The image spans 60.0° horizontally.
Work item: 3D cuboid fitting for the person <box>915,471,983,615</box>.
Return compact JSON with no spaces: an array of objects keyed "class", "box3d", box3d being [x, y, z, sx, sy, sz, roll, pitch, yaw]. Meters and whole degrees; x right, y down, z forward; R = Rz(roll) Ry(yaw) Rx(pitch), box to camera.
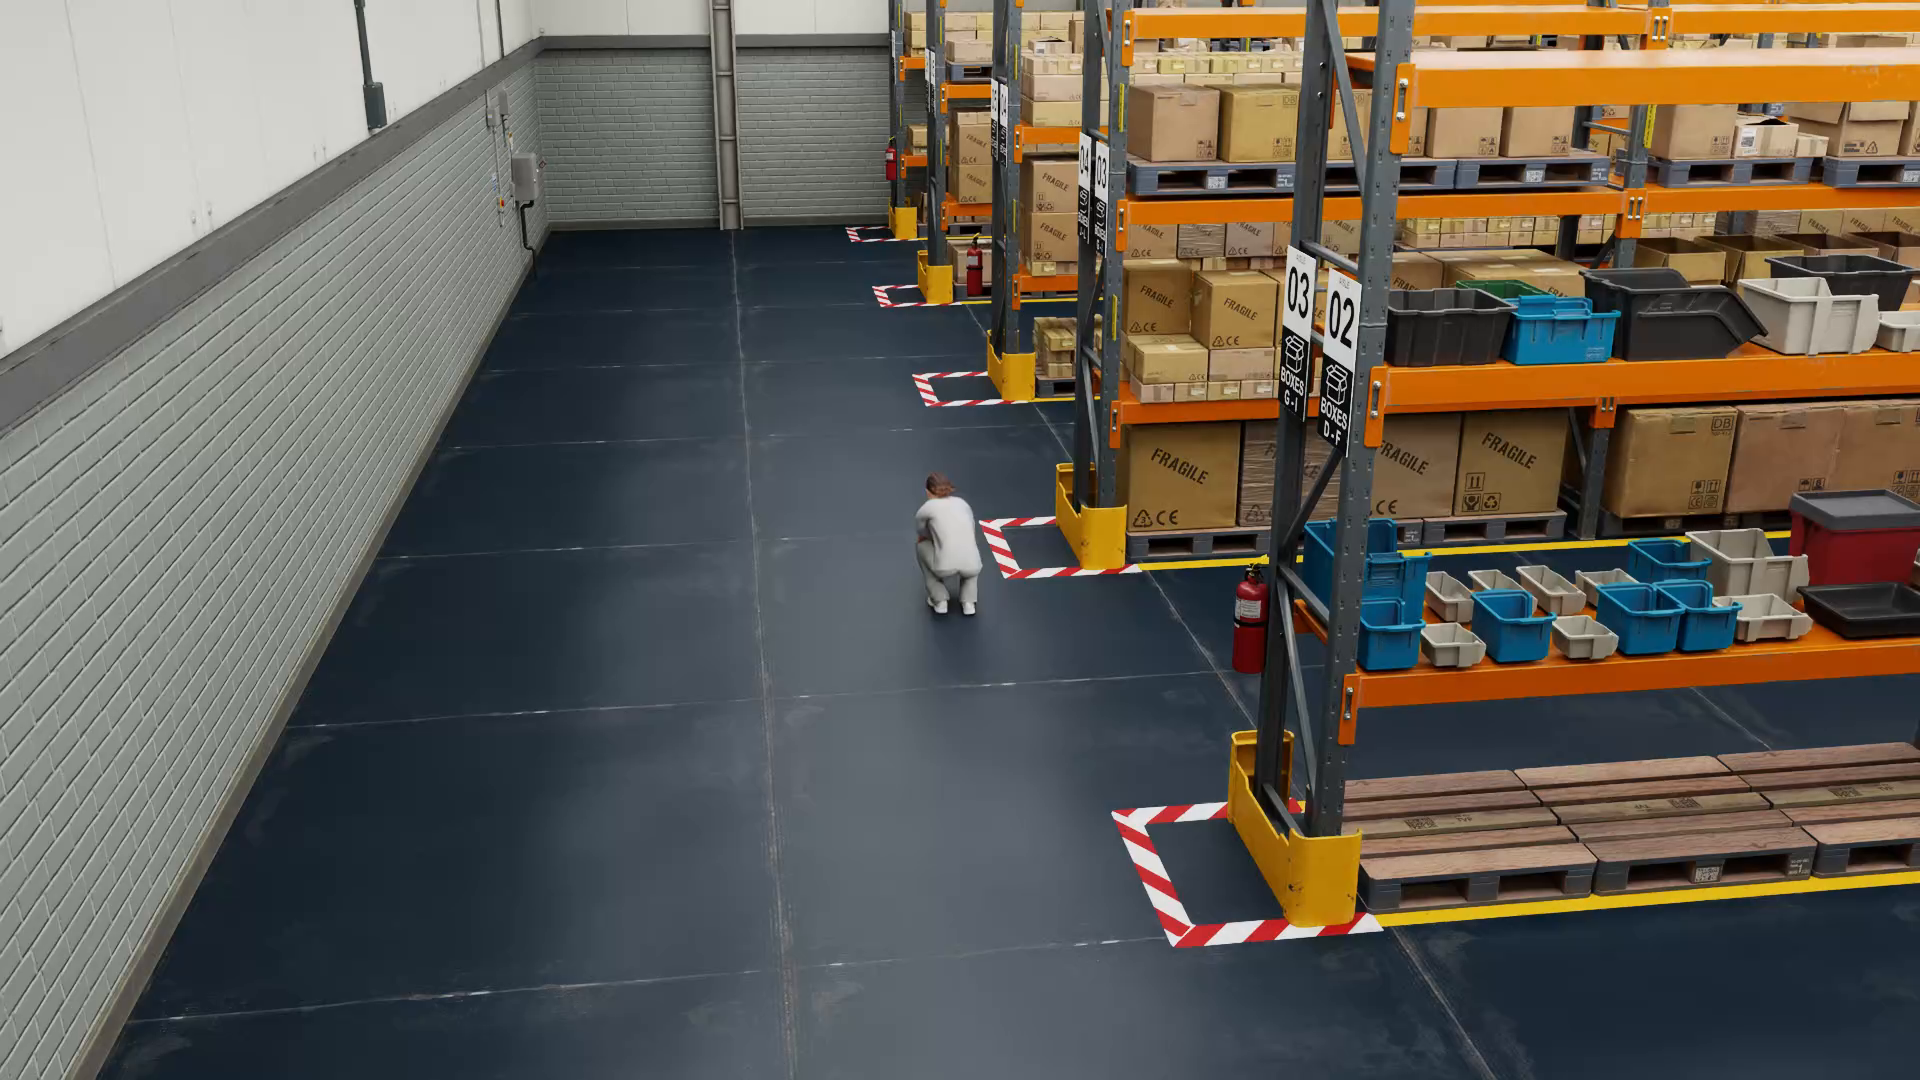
[{"class":"person","box3d":[-0.086,0.015,12.108,0.469,0.949,0.803,-3,20,-9]}]
